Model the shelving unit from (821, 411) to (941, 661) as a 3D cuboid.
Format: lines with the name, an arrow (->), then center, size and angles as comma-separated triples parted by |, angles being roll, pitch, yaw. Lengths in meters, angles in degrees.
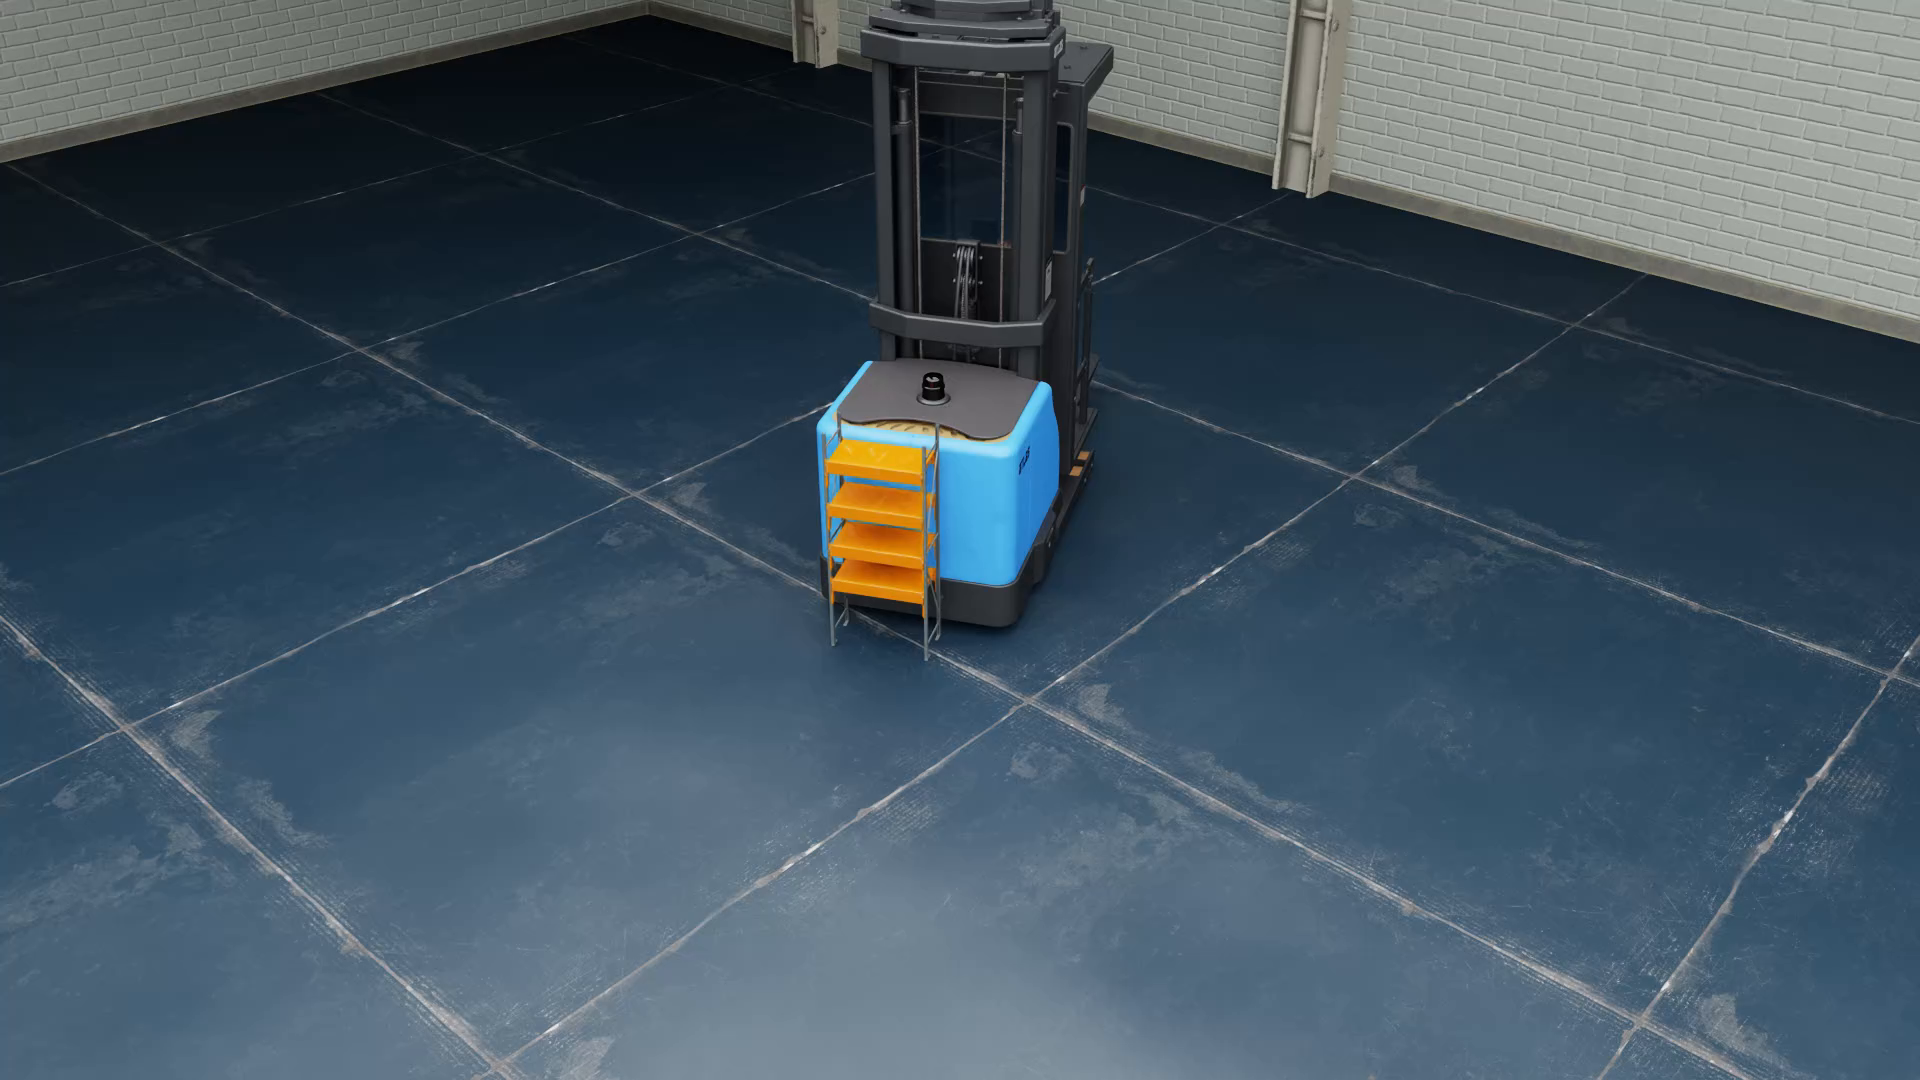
shelving unit -> -0.372, -0.006, 8.097 | 0.503, 1.200, 0.258 | 8, 32, 13

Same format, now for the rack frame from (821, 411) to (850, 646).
rack frame -> -0.607, -0.040, 8.152 | 0.015, 1.200, 0.240 | 8, 32, 13

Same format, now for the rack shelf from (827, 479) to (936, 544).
rack shelf -> -0.372, -0.140, 8.016 | 0.480, 0.148, 0.258 | 8, 32, 13

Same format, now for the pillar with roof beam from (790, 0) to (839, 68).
pillar with roof beam -> -4.418, -7.296, 12.645 | 0.400, 9.000, 9.100 | 25, 39, 35

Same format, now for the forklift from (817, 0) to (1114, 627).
forklift -> 0.170, -1.567, 9.011 | 1.130, 2.935, 3.031 | 8, 32, 13

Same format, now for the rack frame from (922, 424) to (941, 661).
rack frame -> -0.137, 0.027, 8.041 | 0.015, 1.200, 0.240 | 8, 32, 13

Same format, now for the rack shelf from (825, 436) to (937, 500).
rack shelf -> -0.372, -0.343, 7.894 | 0.480, 0.148, 0.258 | 8, 32, 13

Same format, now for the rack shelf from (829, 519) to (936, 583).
rack shelf -> -0.372, 0.051, 8.132 | 0.480, 0.148, 0.258 | 8, 32, 13

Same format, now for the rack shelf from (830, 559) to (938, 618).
rack shelf -> -0.372, 0.222, 8.234 | 0.480, 0.148, 0.258 | 8, 32, 13

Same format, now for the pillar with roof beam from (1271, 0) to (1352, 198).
pillar with roof beam -> 0.031, -5.220, 9.196 | 0.400, 9.000, 9.100 | 25, 39, 35
